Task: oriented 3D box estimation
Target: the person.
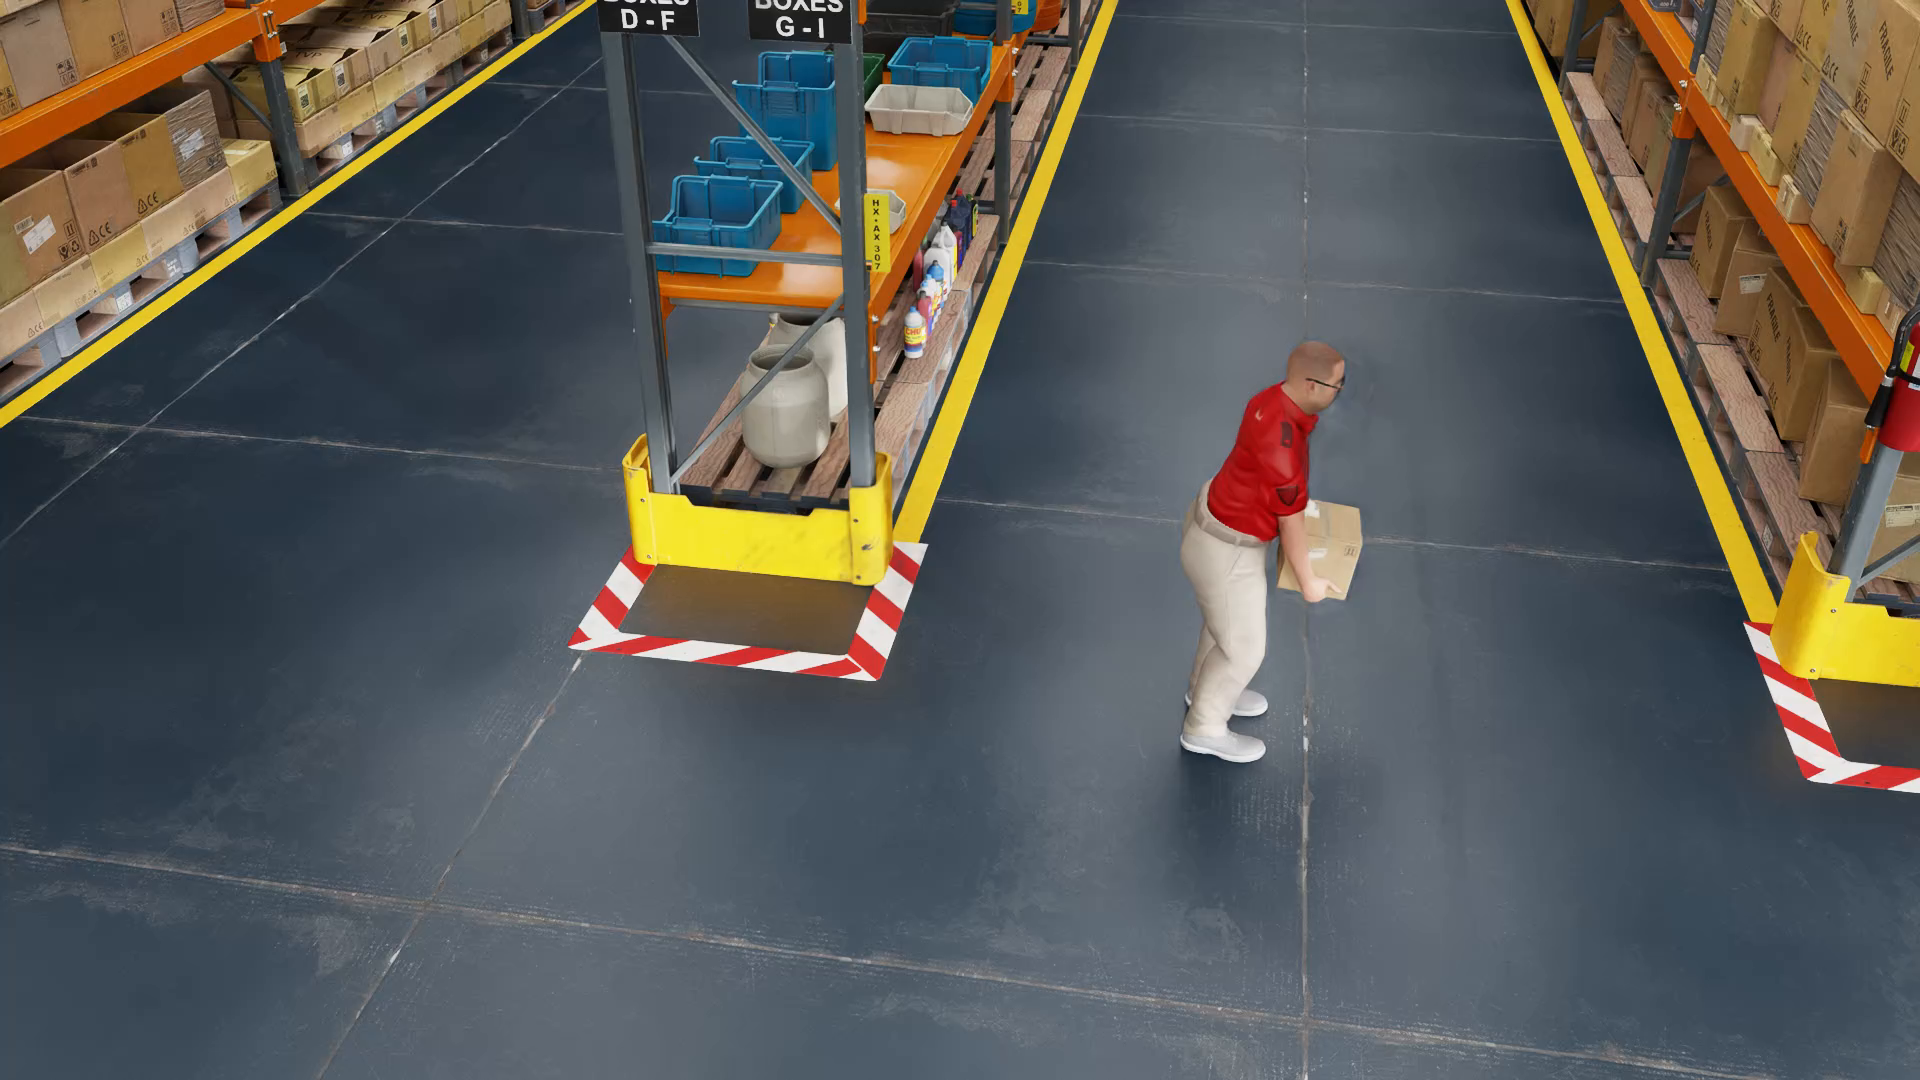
[{"bbox_3d":[1.112,0.033,6.150,0.590,1.684,0.481,5,32,7],"label":"person"}]
